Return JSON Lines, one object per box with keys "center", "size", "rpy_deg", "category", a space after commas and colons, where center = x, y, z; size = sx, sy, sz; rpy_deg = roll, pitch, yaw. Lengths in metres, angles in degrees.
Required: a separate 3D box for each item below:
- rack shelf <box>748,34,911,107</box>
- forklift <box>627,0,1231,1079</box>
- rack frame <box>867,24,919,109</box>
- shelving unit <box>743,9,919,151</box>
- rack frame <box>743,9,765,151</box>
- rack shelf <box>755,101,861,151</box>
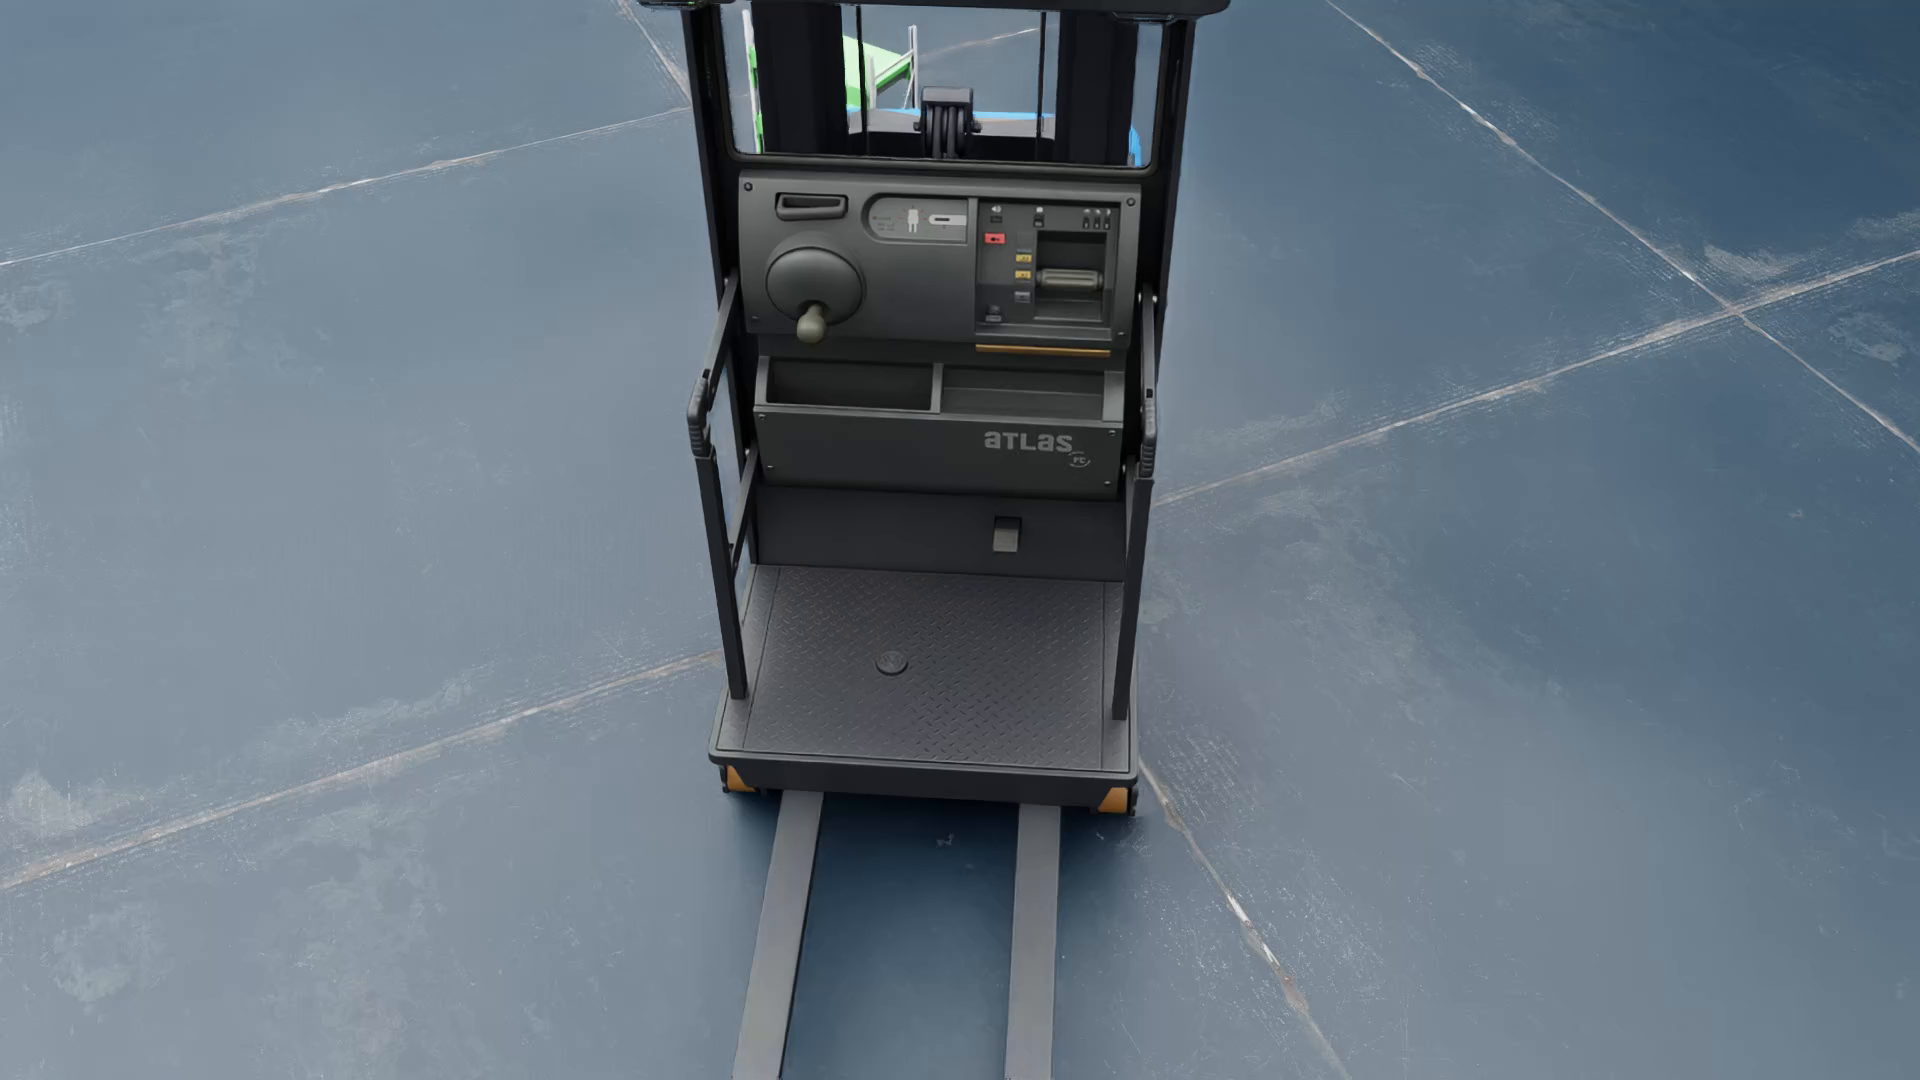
{"center": [-0.407, -1.498, 5.322], "size": [0.480, 0.148, 0.258], "rpy_deg": [26, 50, 24], "category": "rack shelf"}
{"center": [-0.064, -0.553, 3.724], "size": [1.130, 2.935, 3.031], "rpy_deg": [3, 45, 3], "category": "forklift"}
{"center": [-0.206, -1.105, 5.515], "size": [0.015, 1.200, 0.240], "rpy_deg": [26, 50, 24], "category": "rack frame"}
{"center": [-0.407, -1.202, 5.614], "size": [0.503, 1.200, 0.258], "rpy_deg": [26, 50, 24], "category": "shelving unit"}
{"center": [-0.607, -1.300, 5.713], "size": [0.015, 1.200, 0.240], "rpy_deg": [26, 50, 24], "category": "rack frame"}
{"center": [-0.407, -1.328, 5.490], "size": [0.480, 0.148, 0.258], "rpy_deg": [26, 50, 24], "category": "rack shelf"}
